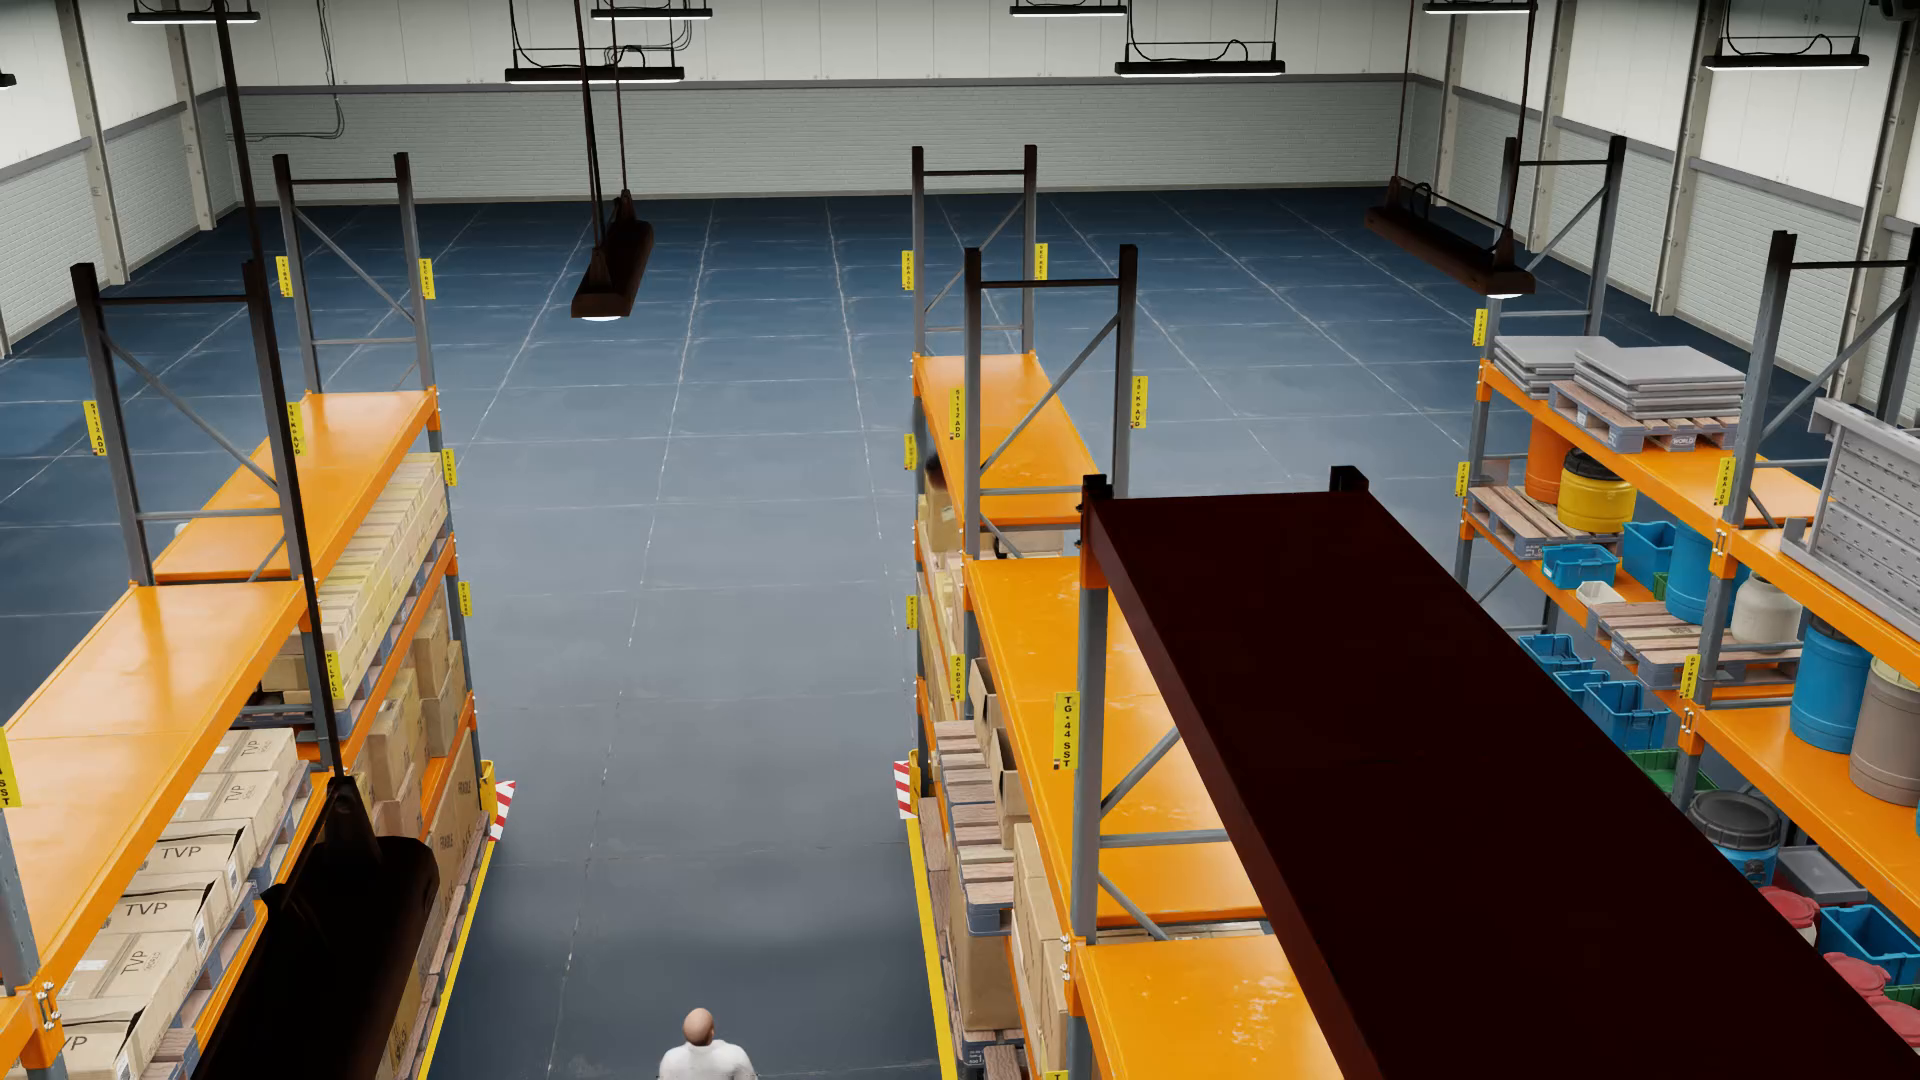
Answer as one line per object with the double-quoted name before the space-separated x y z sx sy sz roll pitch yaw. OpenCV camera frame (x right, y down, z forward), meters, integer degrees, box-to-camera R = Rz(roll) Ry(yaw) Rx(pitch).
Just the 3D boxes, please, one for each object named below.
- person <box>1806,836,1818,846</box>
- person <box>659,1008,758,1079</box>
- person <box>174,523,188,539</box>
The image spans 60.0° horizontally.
"person" 7.457 2.062 14.239 0.363 1.681 0.533 -10 24 -24
"person" -1.557 3.530 10.299 0.671 1.714 1.079 -5 22 -13
"person" -8.010 0.664 17.542 0.611 1.775 0.459 19 28 39
